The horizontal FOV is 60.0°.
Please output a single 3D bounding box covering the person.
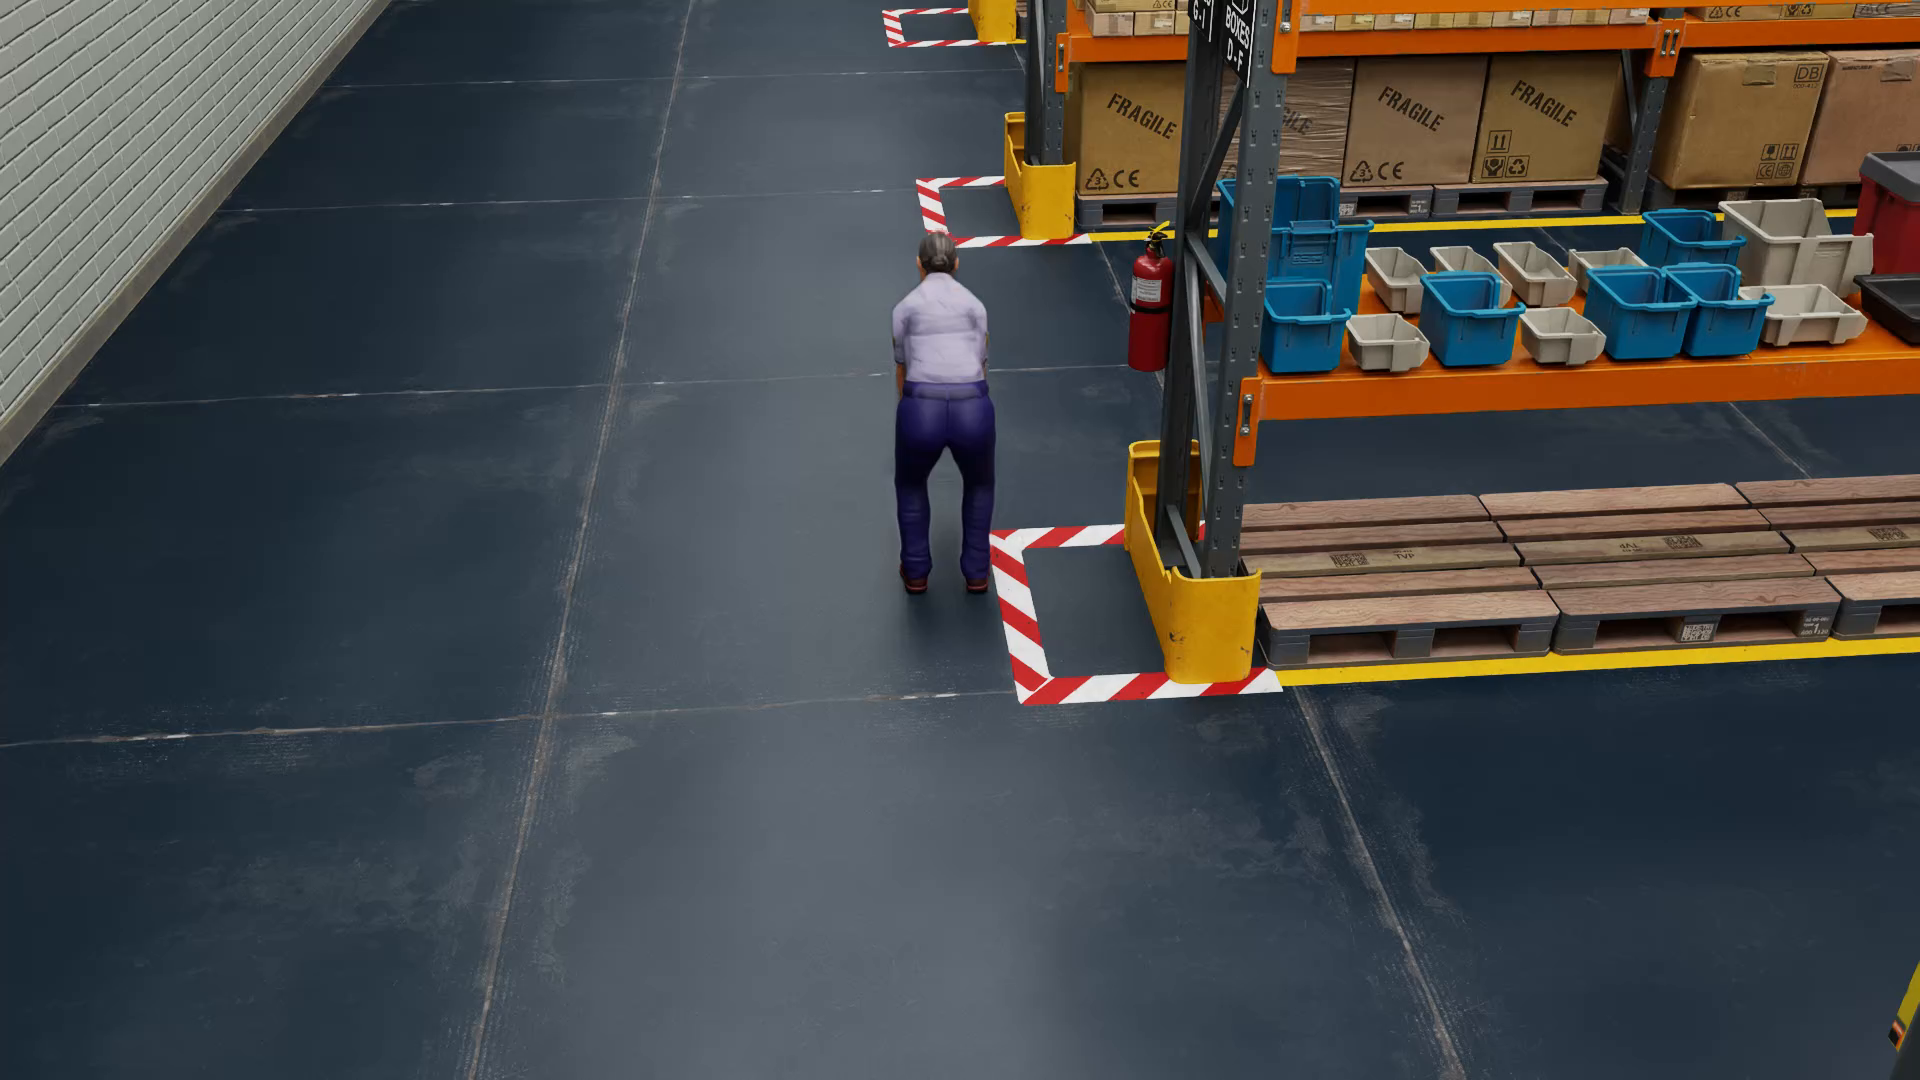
[{"bbox_3d":[-0.069,-0.525,7.165,0.441,1.497,0.675,-2,31,-2],"label":"person"}]
